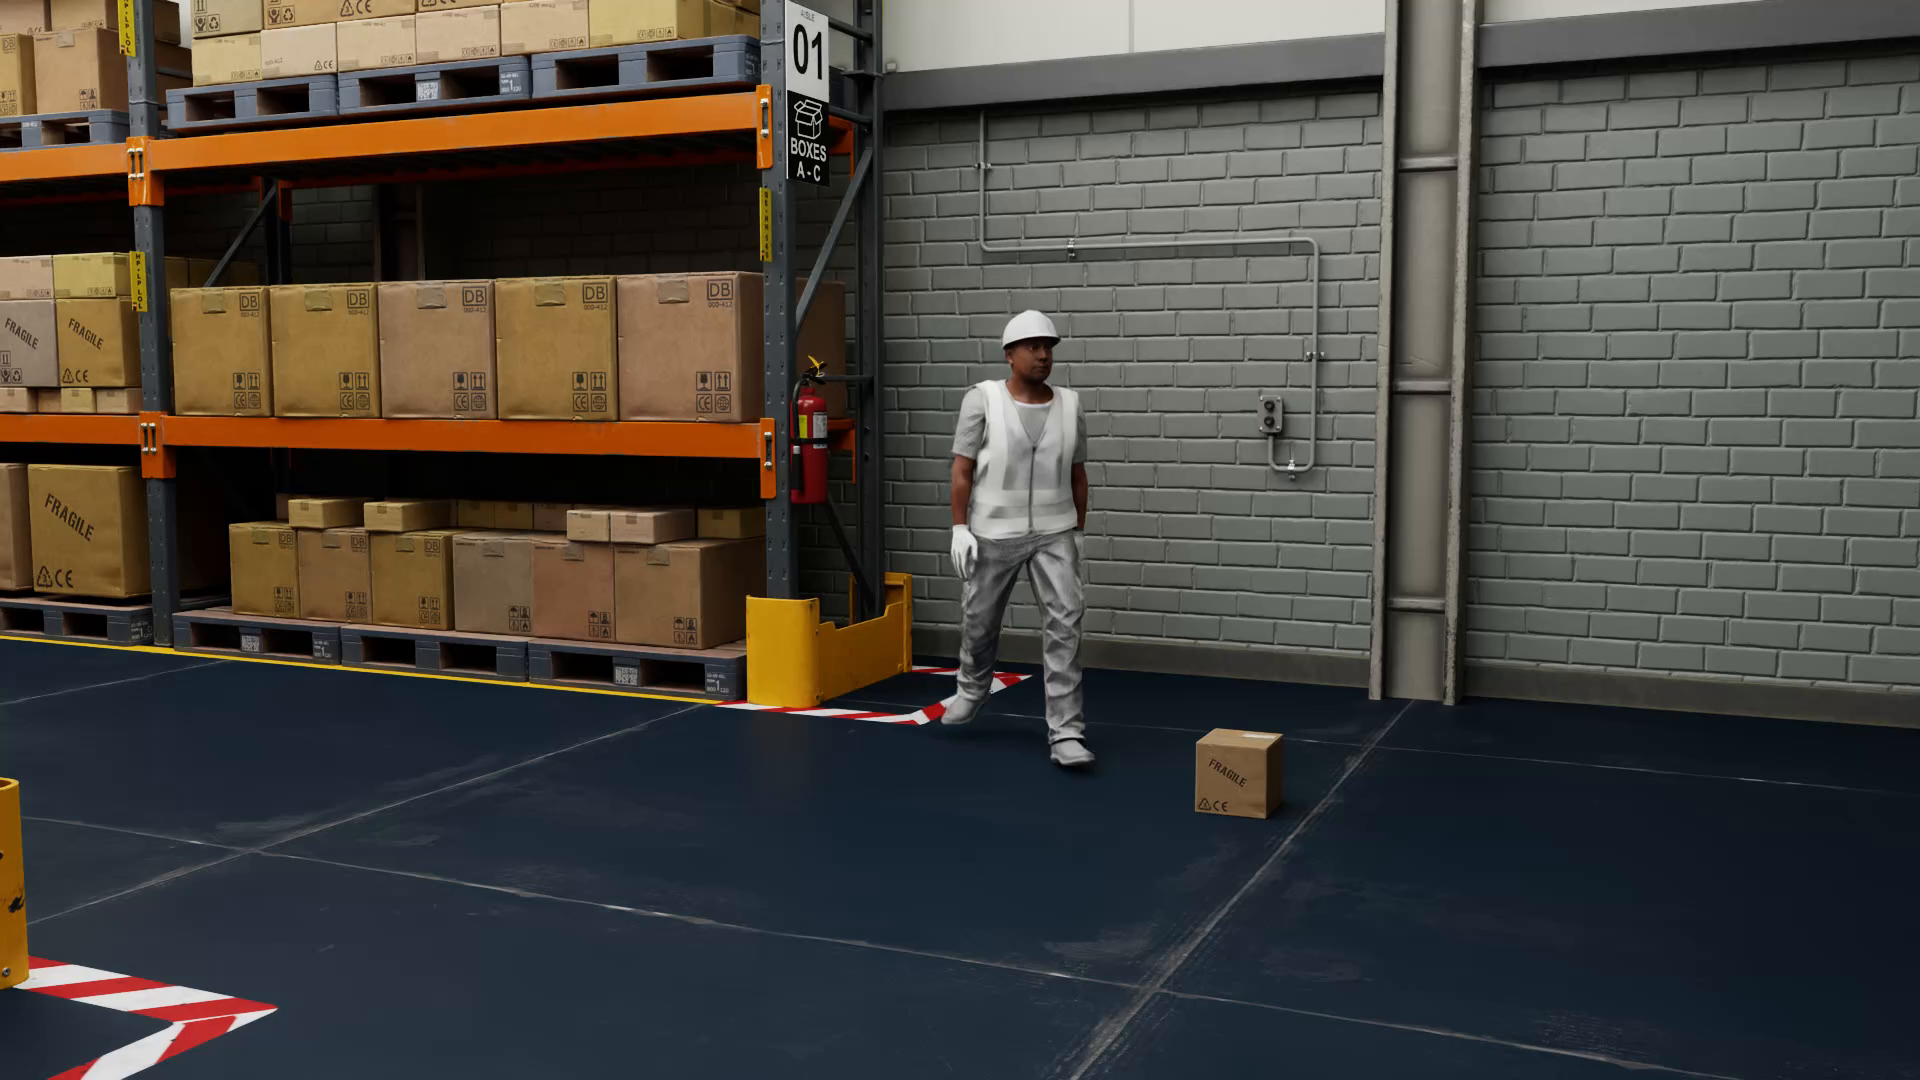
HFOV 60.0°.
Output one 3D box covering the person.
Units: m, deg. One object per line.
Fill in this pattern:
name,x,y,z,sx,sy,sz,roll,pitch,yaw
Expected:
person,0.229,-0.022,6.636,0.566,1.767,0.926,-1,6,-9
